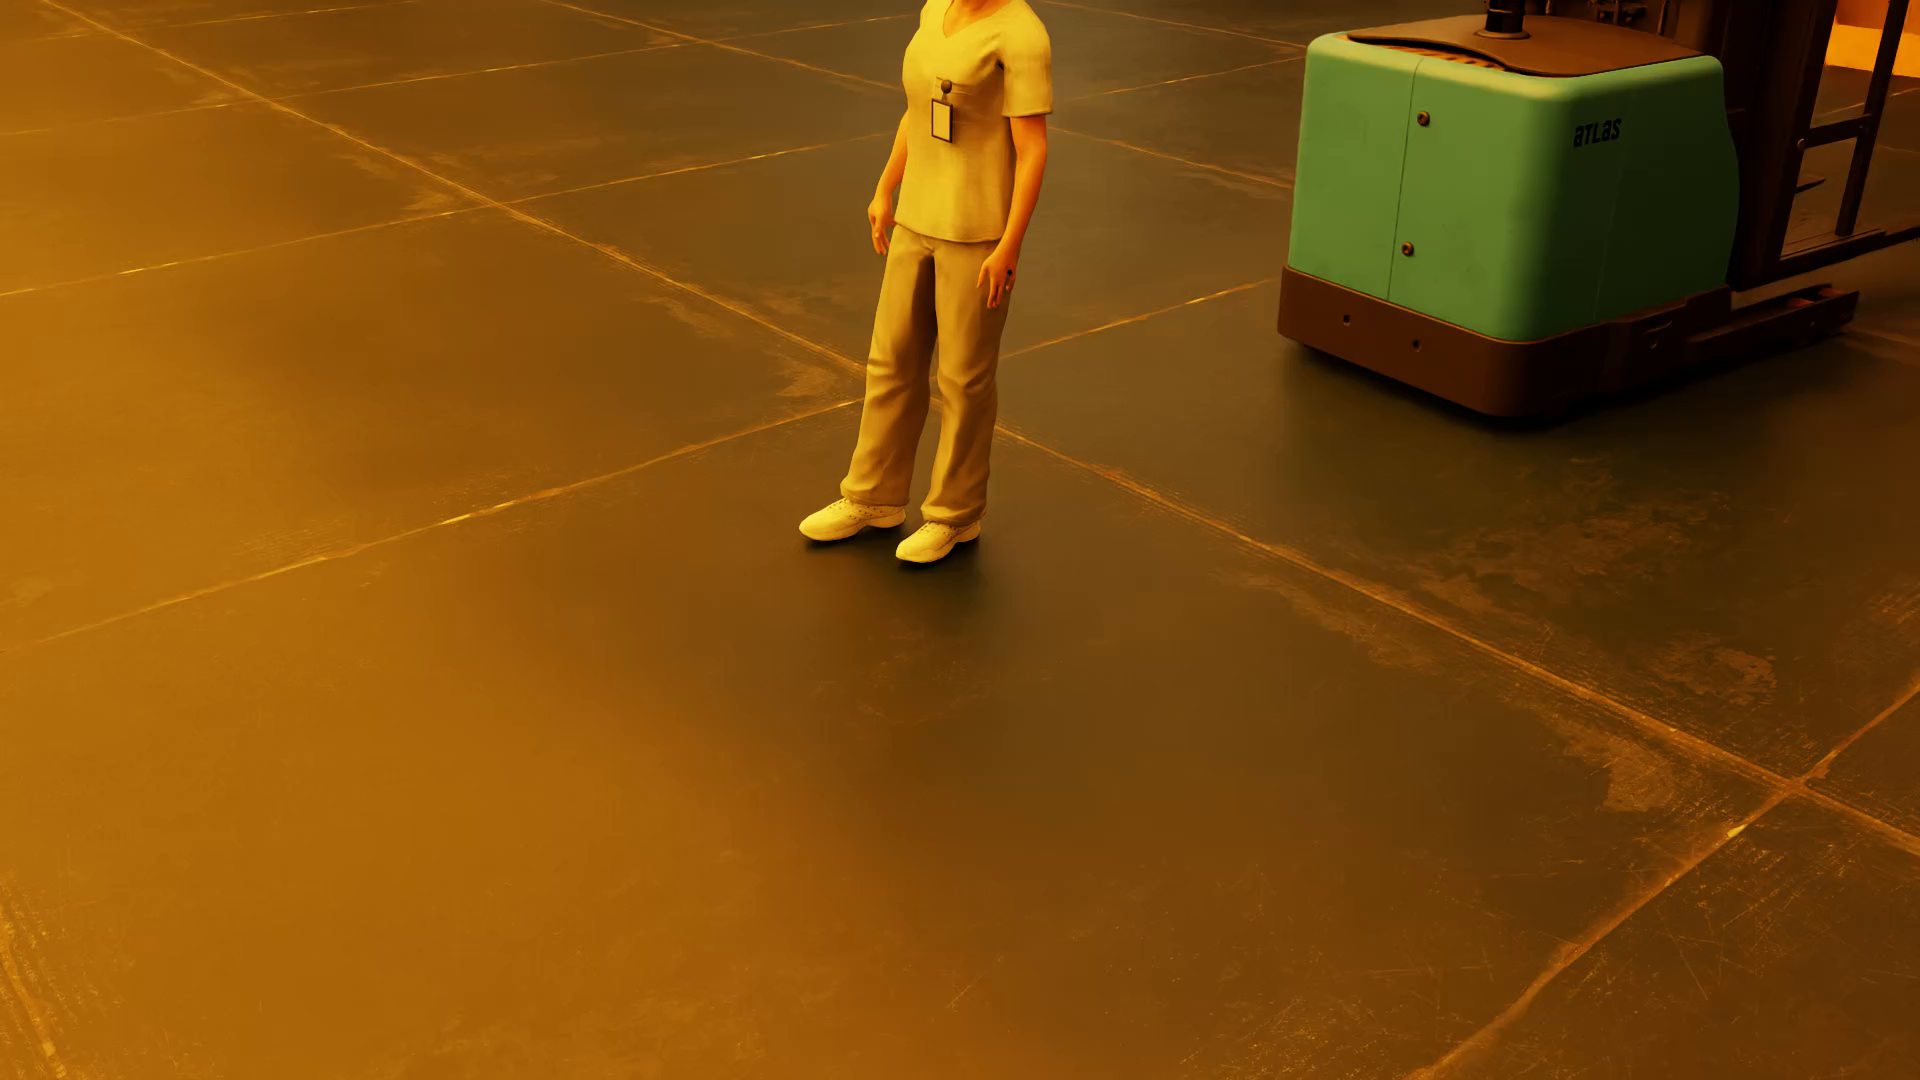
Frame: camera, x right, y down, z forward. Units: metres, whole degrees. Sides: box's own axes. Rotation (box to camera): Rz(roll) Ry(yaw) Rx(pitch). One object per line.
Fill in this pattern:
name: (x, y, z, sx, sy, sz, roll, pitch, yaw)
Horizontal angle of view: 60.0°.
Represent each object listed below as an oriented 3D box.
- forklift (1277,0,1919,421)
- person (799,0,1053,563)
forklift: (2.613, -2.178, 5.594, 3.031, 2.935, 1.130, -17, 31, -31)
person: (-0.065, -0.741, 4.093, 0.549, 1.675, 0.549, -20, 33, -35)
